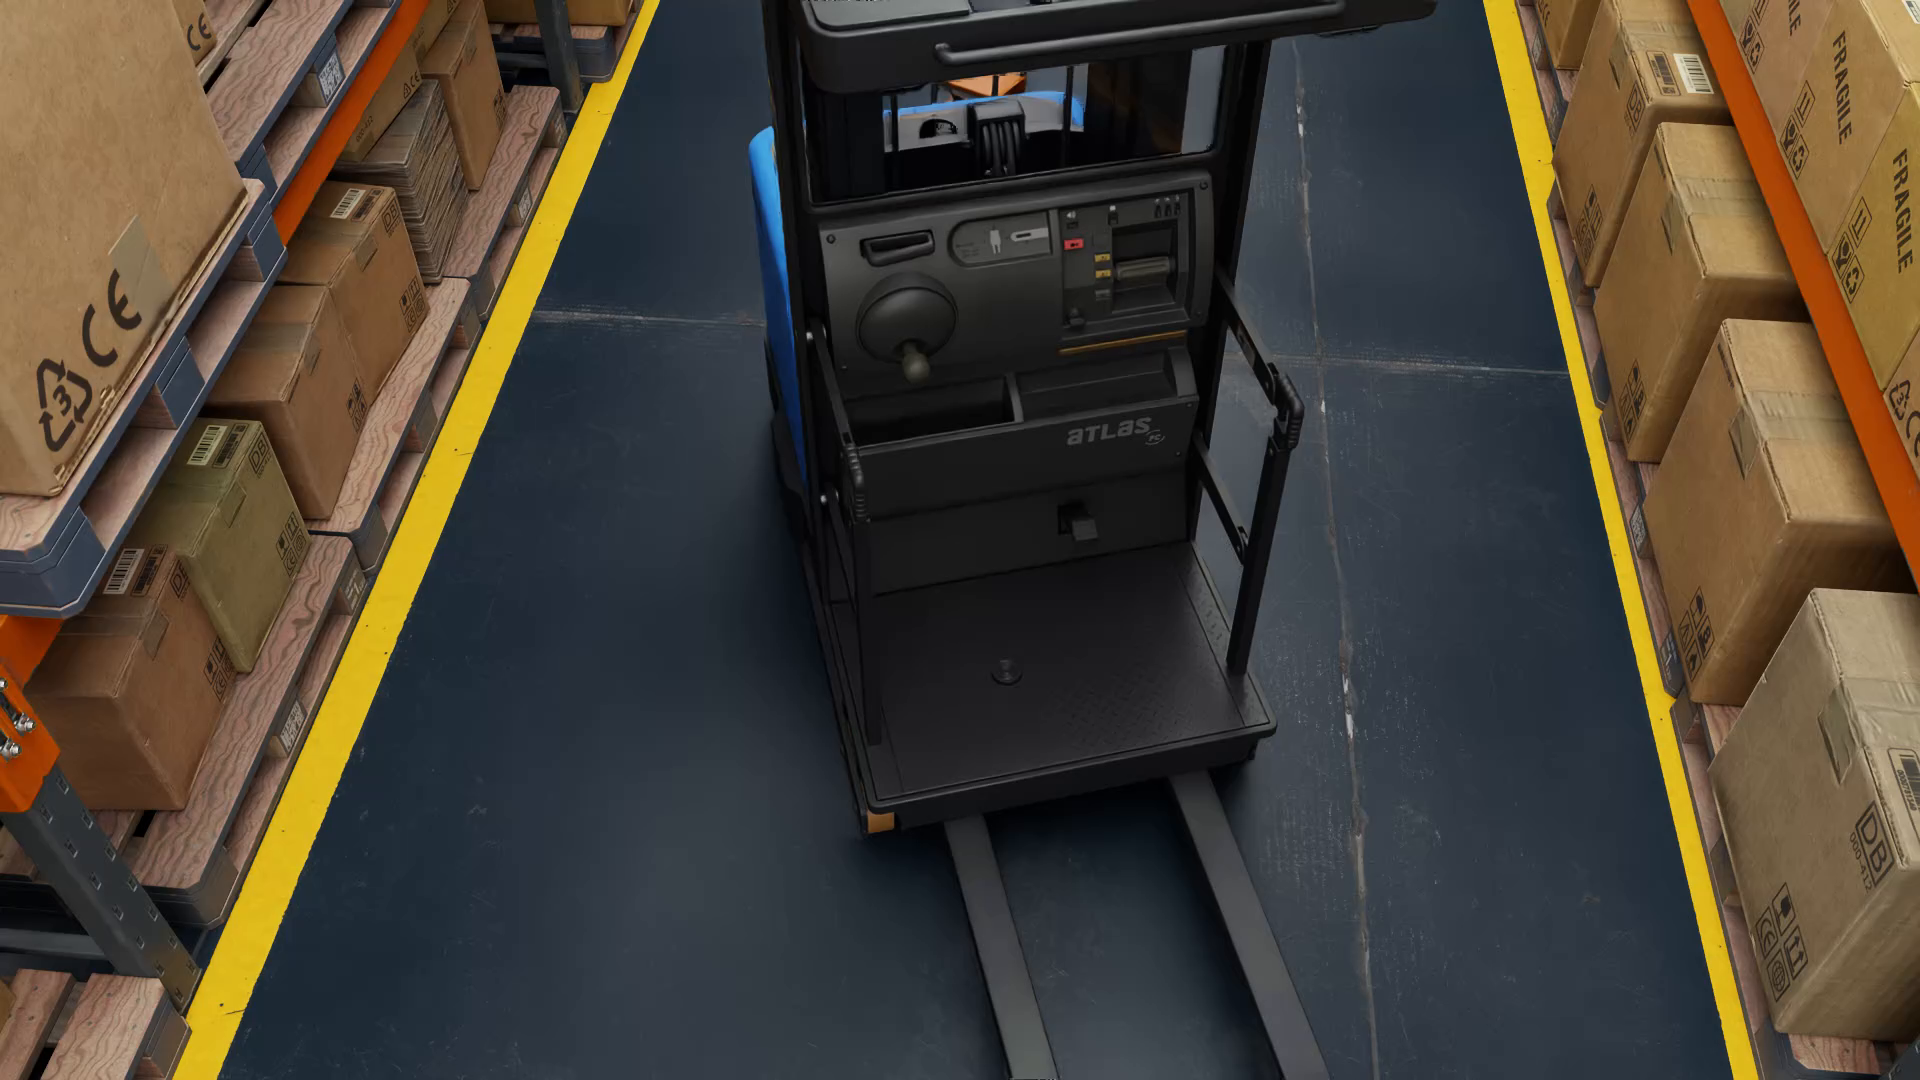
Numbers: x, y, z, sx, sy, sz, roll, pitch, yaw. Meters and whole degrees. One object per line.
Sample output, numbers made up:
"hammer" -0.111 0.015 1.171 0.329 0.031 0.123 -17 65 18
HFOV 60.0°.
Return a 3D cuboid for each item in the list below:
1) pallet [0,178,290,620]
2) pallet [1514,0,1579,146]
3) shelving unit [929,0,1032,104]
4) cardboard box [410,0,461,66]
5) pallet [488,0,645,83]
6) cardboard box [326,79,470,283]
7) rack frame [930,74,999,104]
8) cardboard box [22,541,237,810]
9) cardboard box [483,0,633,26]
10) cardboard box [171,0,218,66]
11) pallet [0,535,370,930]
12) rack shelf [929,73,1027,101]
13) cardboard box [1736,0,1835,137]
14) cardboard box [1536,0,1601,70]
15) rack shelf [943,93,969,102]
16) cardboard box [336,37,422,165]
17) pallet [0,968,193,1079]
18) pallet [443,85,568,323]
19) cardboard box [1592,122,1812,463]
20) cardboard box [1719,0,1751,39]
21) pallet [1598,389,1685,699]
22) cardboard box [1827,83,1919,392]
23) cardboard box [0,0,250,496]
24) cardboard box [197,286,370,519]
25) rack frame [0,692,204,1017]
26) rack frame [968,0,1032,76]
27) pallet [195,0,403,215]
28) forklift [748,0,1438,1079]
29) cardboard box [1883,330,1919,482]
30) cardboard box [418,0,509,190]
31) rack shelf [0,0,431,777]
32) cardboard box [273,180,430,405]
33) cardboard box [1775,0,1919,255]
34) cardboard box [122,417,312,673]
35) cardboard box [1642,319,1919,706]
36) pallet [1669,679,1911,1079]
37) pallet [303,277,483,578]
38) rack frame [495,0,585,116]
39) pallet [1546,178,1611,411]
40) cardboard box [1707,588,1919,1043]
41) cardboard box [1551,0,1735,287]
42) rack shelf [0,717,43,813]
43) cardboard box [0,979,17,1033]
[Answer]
"pallet" -2.218 -0.385 3.699 1.003 0.211 1.213 4 48 4
"pallet" 2.935 -2.062 6.993 1.003 0.211 1.213 4 48 4
"shelving unit" 0.040 -1.210 5.535 0.258 1.200 0.189 24 46 20
"cardboard box" -2.099 -1.901 5.843 0.500 0.250 0.500 6 48 5
"pallet" -1.921 -2.470 7.366 1.003 0.211 1.213 4 48 4
"cardboard box" -2.147 -1.240 5.747 0.700 0.500 0.500 0 48 0
"rack frame" -0.007 -1.159 5.475 0.240 1.200 0.006 24 46 20
"cardboard box" -2.355 0.347 4.295 0.700 0.500 0.500 1 48 1
"cardboard box" -1.984 -2.768 6.904 1.225 0.875 0.875 2 48 2
"cardboard box" -2.366 -1.355 4.102 0.797 0.503 0.637 8 48 8
"pallet" -2.363 0.471 4.676 1.003 0.211 1.213 4 48 4
"rack shelf" 0.056 -1.442 5.321 0.258 0.103 0.180 24 46 20
"cardboard box" 2.463 -1.407 4.436 0.500 0.500 0.500 4 48 3
"cardboard box" 2.662 -2.229 6.665 0.500 0.500 0.500 4 48 3
"rack shelf" 0.050 -1.354 5.402 0.258 0.103 0.180 24 46 20
"cardboard box" -2.137 -1.510 5.486 0.500 0.250 0.500 9 48 8
"pallet" -2.458 1.539 3.699 1.003 0.211 1.213 4 48 4
"pallet" -2.140 -1.322 6.316 1.003 0.211 1.213 4 48 4
"cardboard box" 2.641 -0.728 5.123 1.050 0.750 0.750 5 48 4
"cardboard box" 2.509 -1.778 4.775 0.500 0.500 0.500 3 48 3
"pallet" 2.602 -0.020 5.125 1.003 0.211 1.213 4 48 4
"cardboard box" 2.371 -0.668 3.760 0.500 0.500 0.500 4 48 4
"cardboard box" -2.221 -0.817 3.273 1.000 1.000 1.000 4 48 4
"cardboard box" -2.242 -0.413 4.991 0.700 0.500 0.500 0 48 0
"rack frame" -2.432 0.102 3.124 1.000 3.000 0.127 4 48 4
"rack frame" 0.087 -1.262 5.594 0.240 1.200 0.006 24 46 20
"pallet" -2.207 -1.315 4.550 1.003 0.211 1.213 4 48 4
"forklift" 0.195 -0.512 3.732 1.130 2.935 3.031 -10 48 -9
"cardboard box" 2.325 -0.297 3.421 0.500 0.500 0.500 3 48 3
"cardboard box" -2.109 -1.648 6.121 0.700 0.500 0.500 2 48 1
"rack shelf" -2.250 -1.125 4.734 1.077 0.370 4.000 4 48 4
"cardboard box" -2.192 -0.823 5.366 0.700 0.500 0.500 7 48 7
"cardboard box" 2.415 -1.041 4.102 0.500 0.500 0.500 3 48 3
"cardboard box" -2.293 -0.002 4.615 0.700 0.500 0.500 4 48 3
"cardboard box" 2.556 -0.043 4.497 1.050 0.750 0.750 4 48 4
"pallet" 2.493 0.879 4.303 1.003 0.211 1.213 4 48 4
"pallet" -2.254 -0.428 5.498 1.003 0.211 1.213 4 48 4
"rack frame" -2.068 -2.837 5.812 1.000 3.000 0.127 4 48 4
"pallet" 2.715 -0.914 5.943 1.003 0.211 1.213 4 48 4
"cardboard box" 2.465 0.665 3.849 1.050 0.750 0.750 4 48 3
"cardboard box" 2.717 -1.371 5.711 1.050 0.750 0.750 3 48 3
"rack shelf" -2.615 1.815 2.045 1.077 0.370 4.000 4 48 4
"cardboard box" -2.509 1.095 3.625 0.500 0.500 0.500 3 48 2
